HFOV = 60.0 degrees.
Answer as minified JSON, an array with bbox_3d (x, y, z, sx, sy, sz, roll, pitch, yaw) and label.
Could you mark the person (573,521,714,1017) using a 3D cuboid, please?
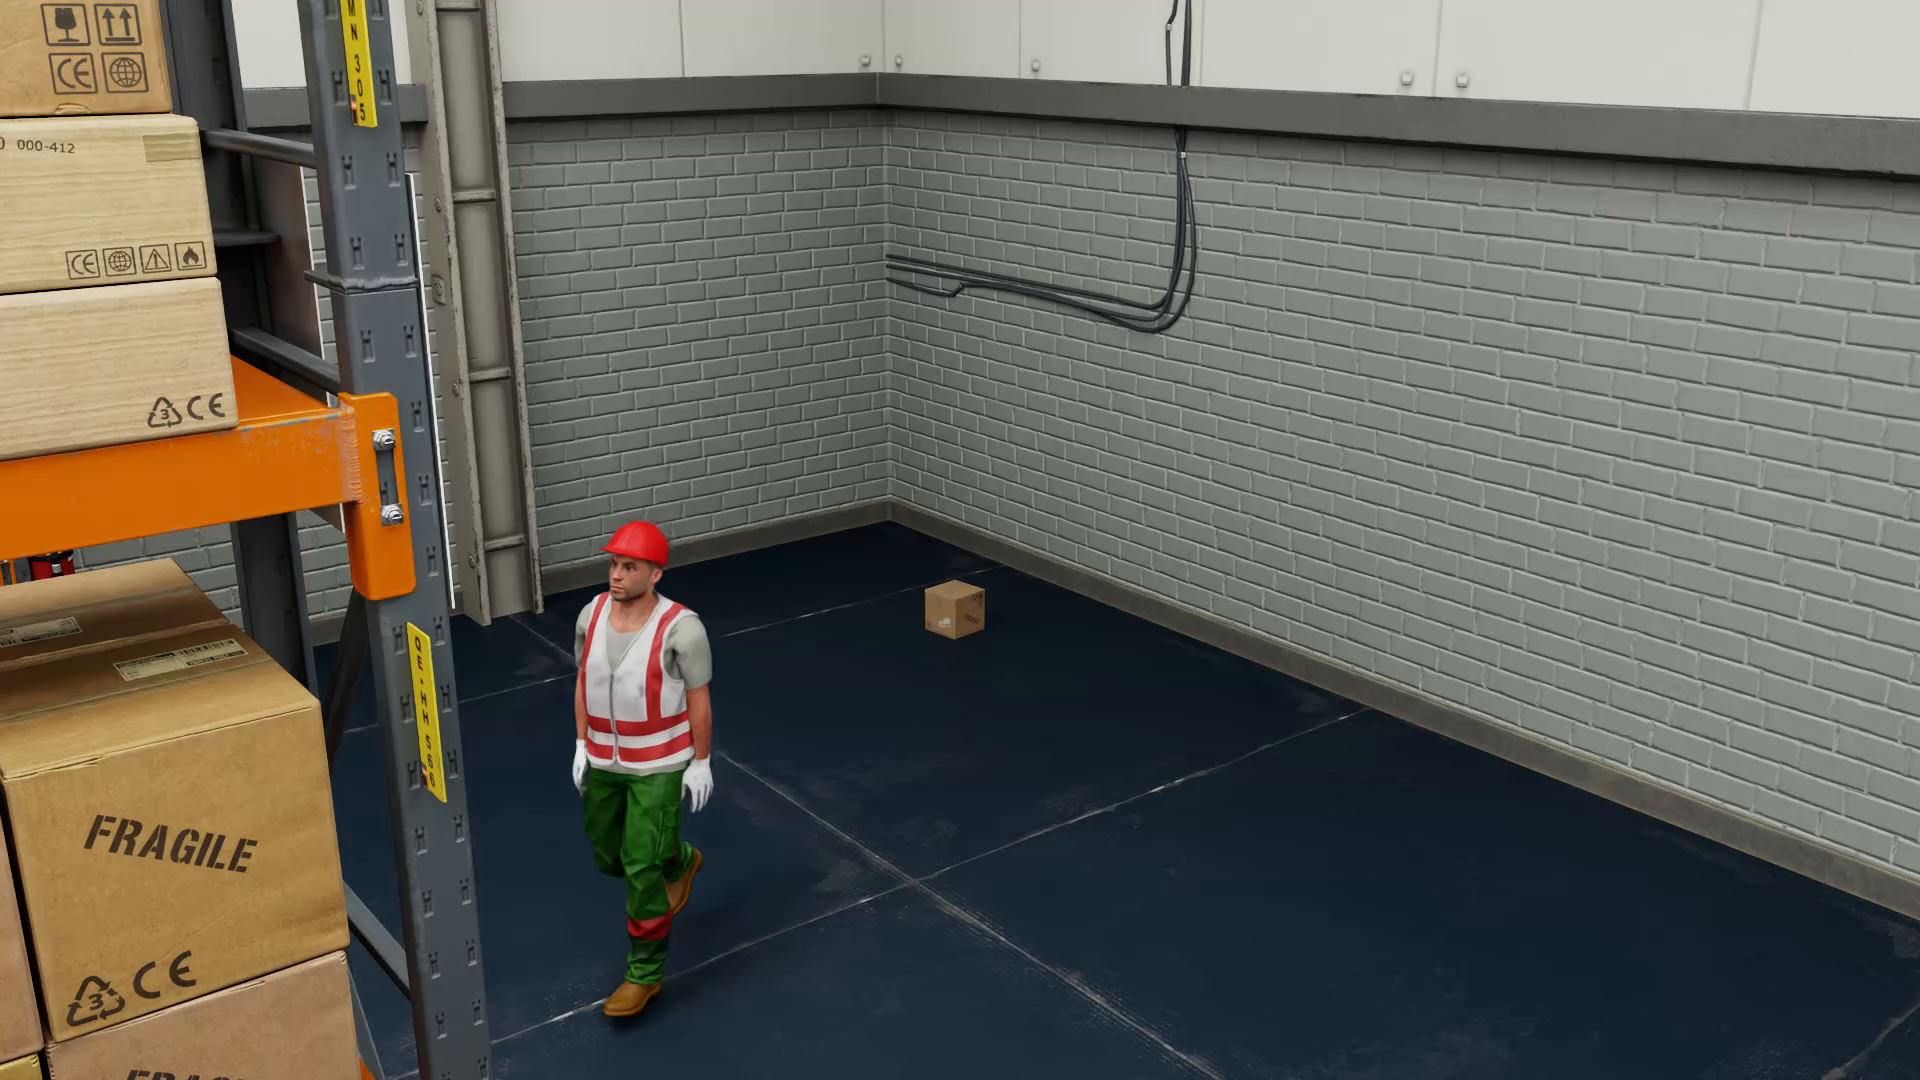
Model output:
[{"bbox_3d":[-1.143,0.778,6.029,0.537,1.768,0.815,7,19,22],"label":"person"}]
